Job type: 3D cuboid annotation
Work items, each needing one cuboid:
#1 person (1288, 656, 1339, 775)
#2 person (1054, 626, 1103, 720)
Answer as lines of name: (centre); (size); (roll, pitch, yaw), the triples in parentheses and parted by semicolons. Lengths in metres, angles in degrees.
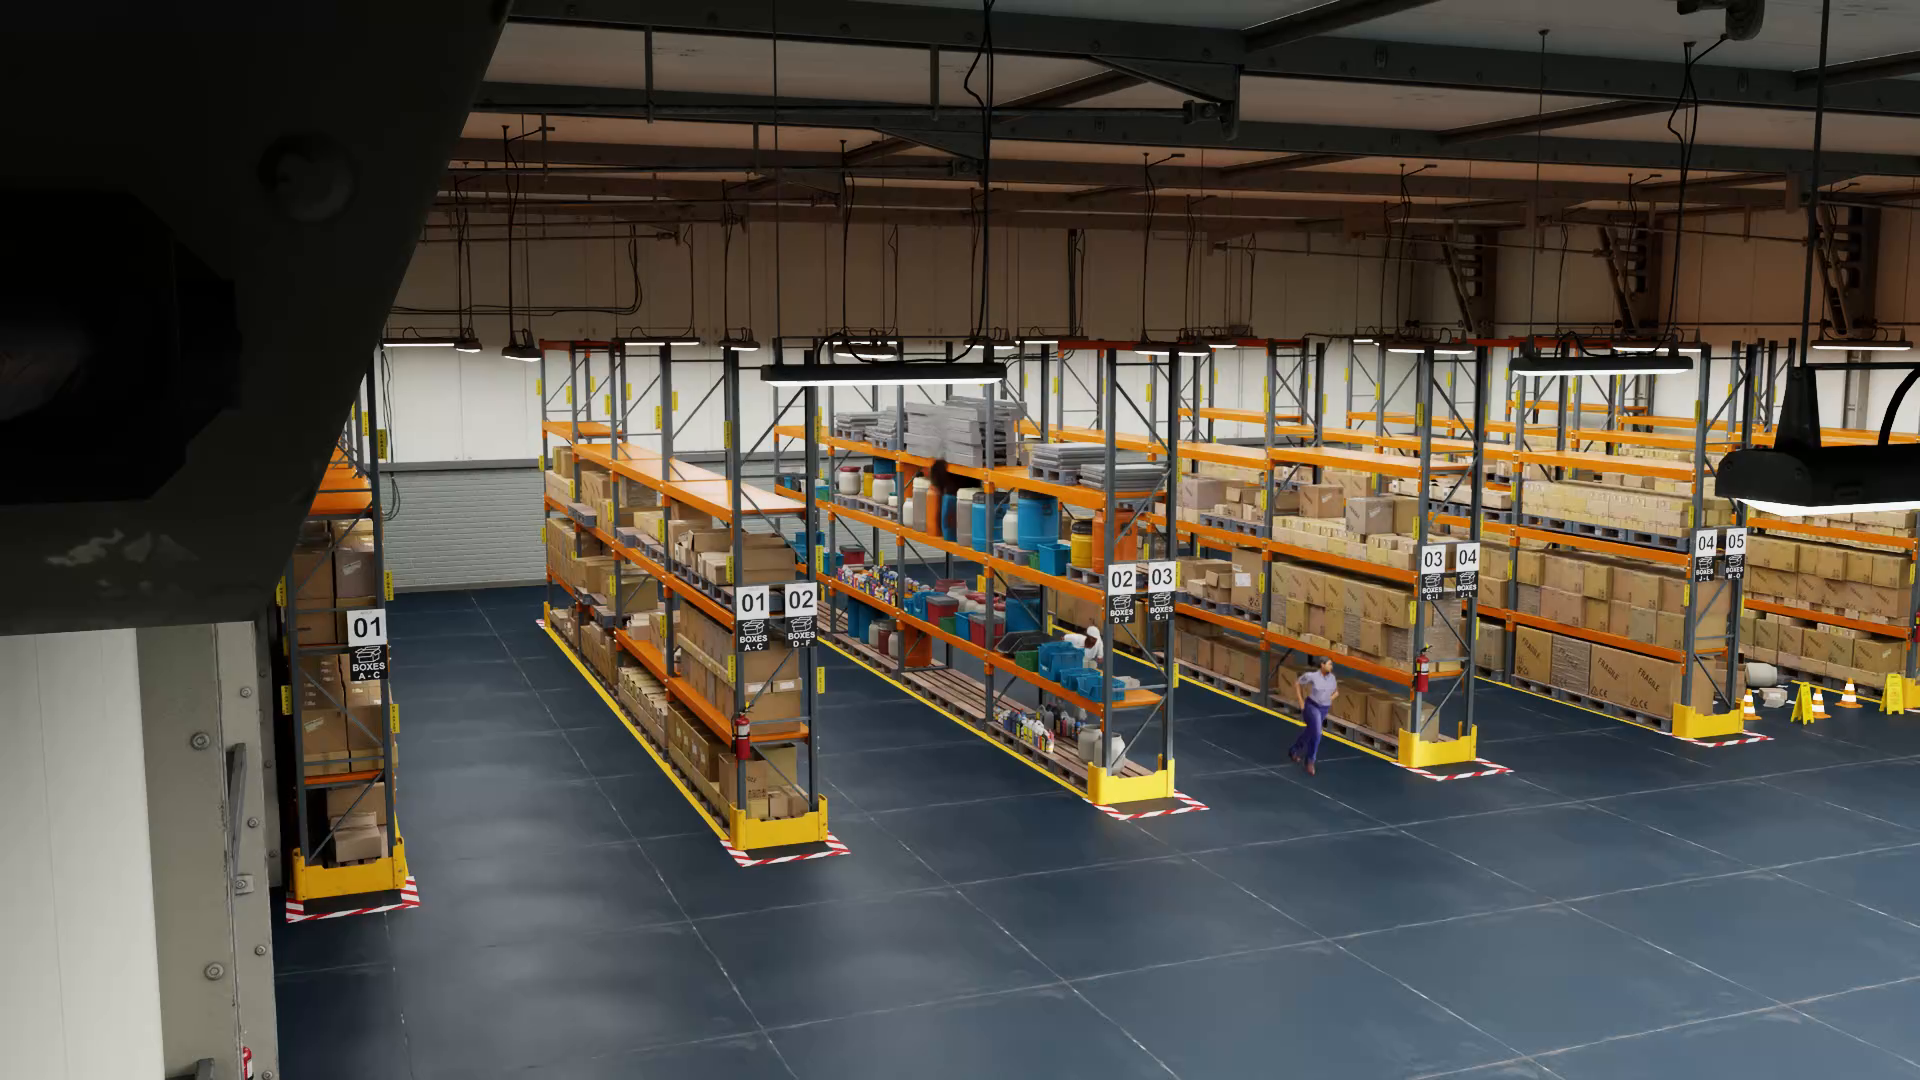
person: (5.030, 2.439, 23.727); (0.758, 1.599, 0.795); (-5, 9, -31)
person: (1.909, 2.090, 26.914); (0.700, 1.545, 1.158); (-3, 8, -25)
